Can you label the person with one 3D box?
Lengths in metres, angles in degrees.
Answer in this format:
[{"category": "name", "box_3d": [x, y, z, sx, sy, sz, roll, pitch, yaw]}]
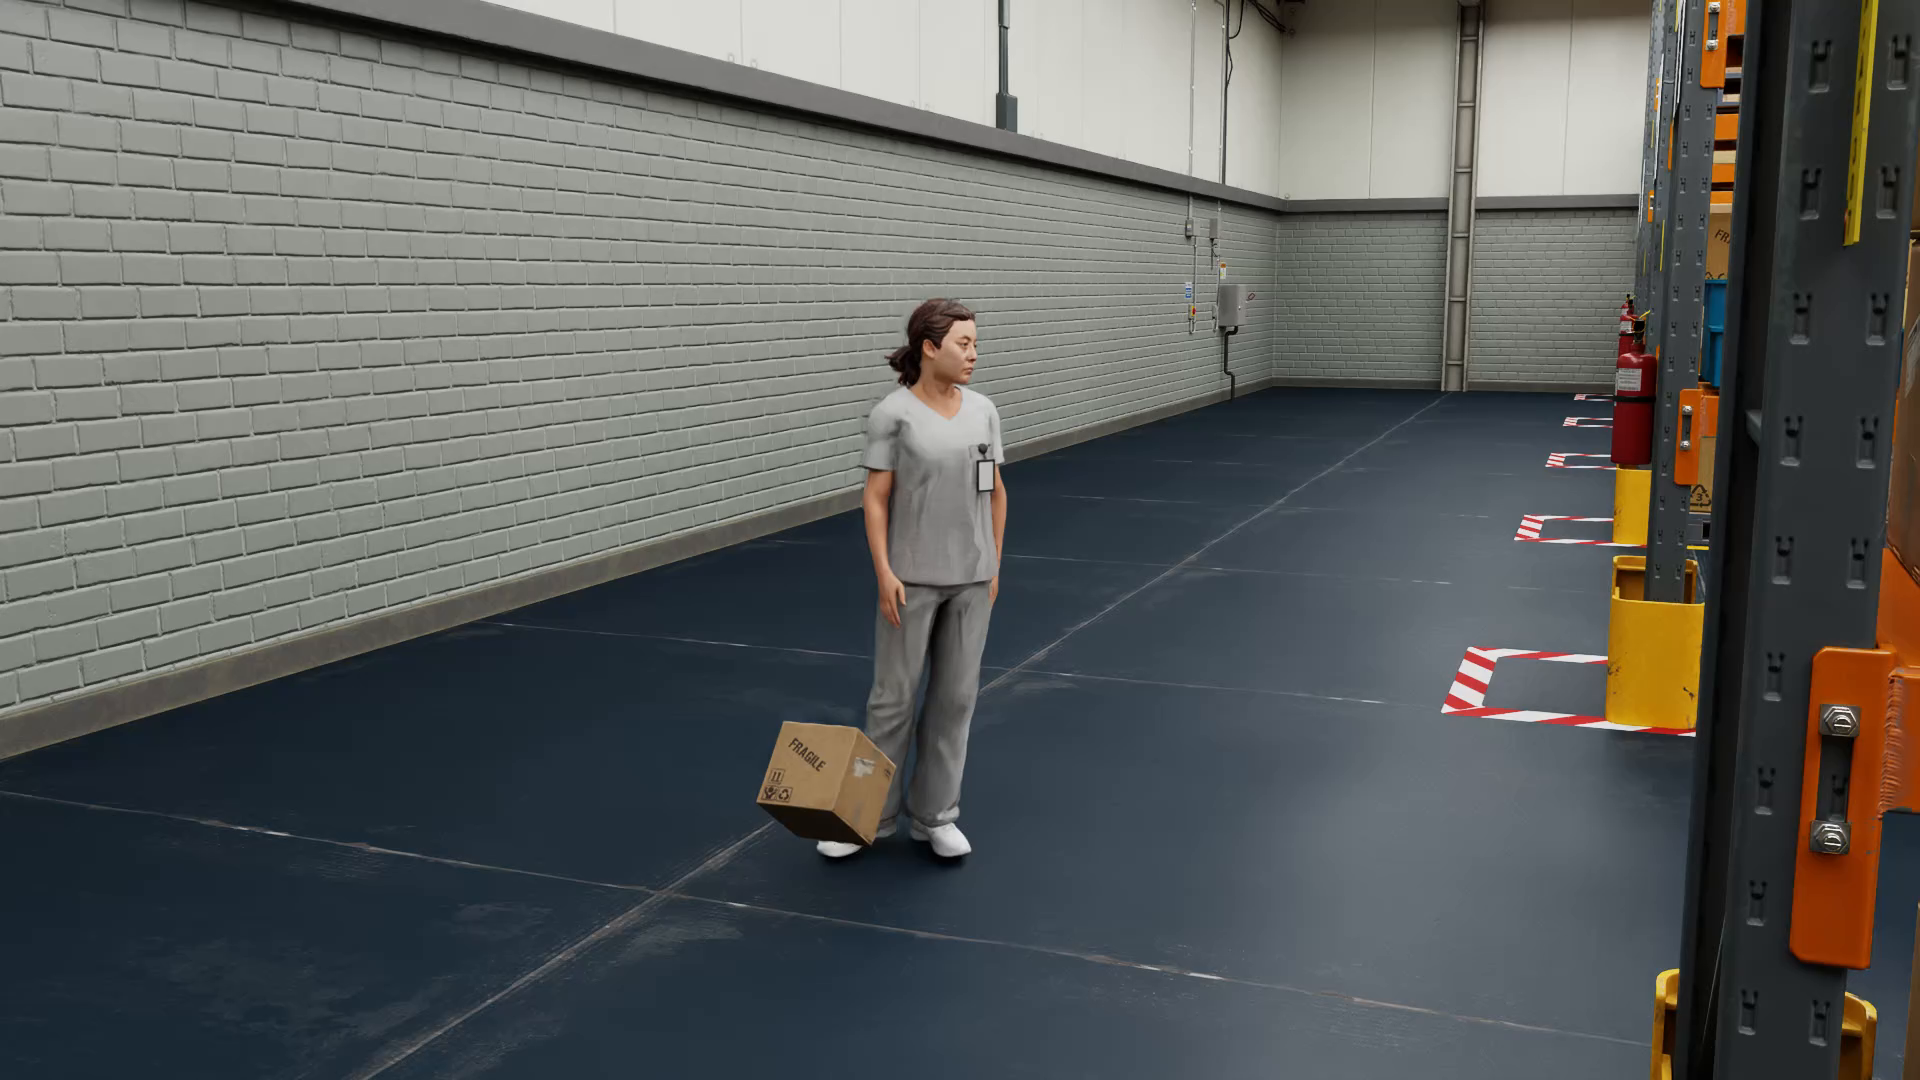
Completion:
[{"category": "person", "box_3d": [-0.134, 0.251, 4.989, 0.602, 1.417, 0.391, -4, 9, -22]}]
